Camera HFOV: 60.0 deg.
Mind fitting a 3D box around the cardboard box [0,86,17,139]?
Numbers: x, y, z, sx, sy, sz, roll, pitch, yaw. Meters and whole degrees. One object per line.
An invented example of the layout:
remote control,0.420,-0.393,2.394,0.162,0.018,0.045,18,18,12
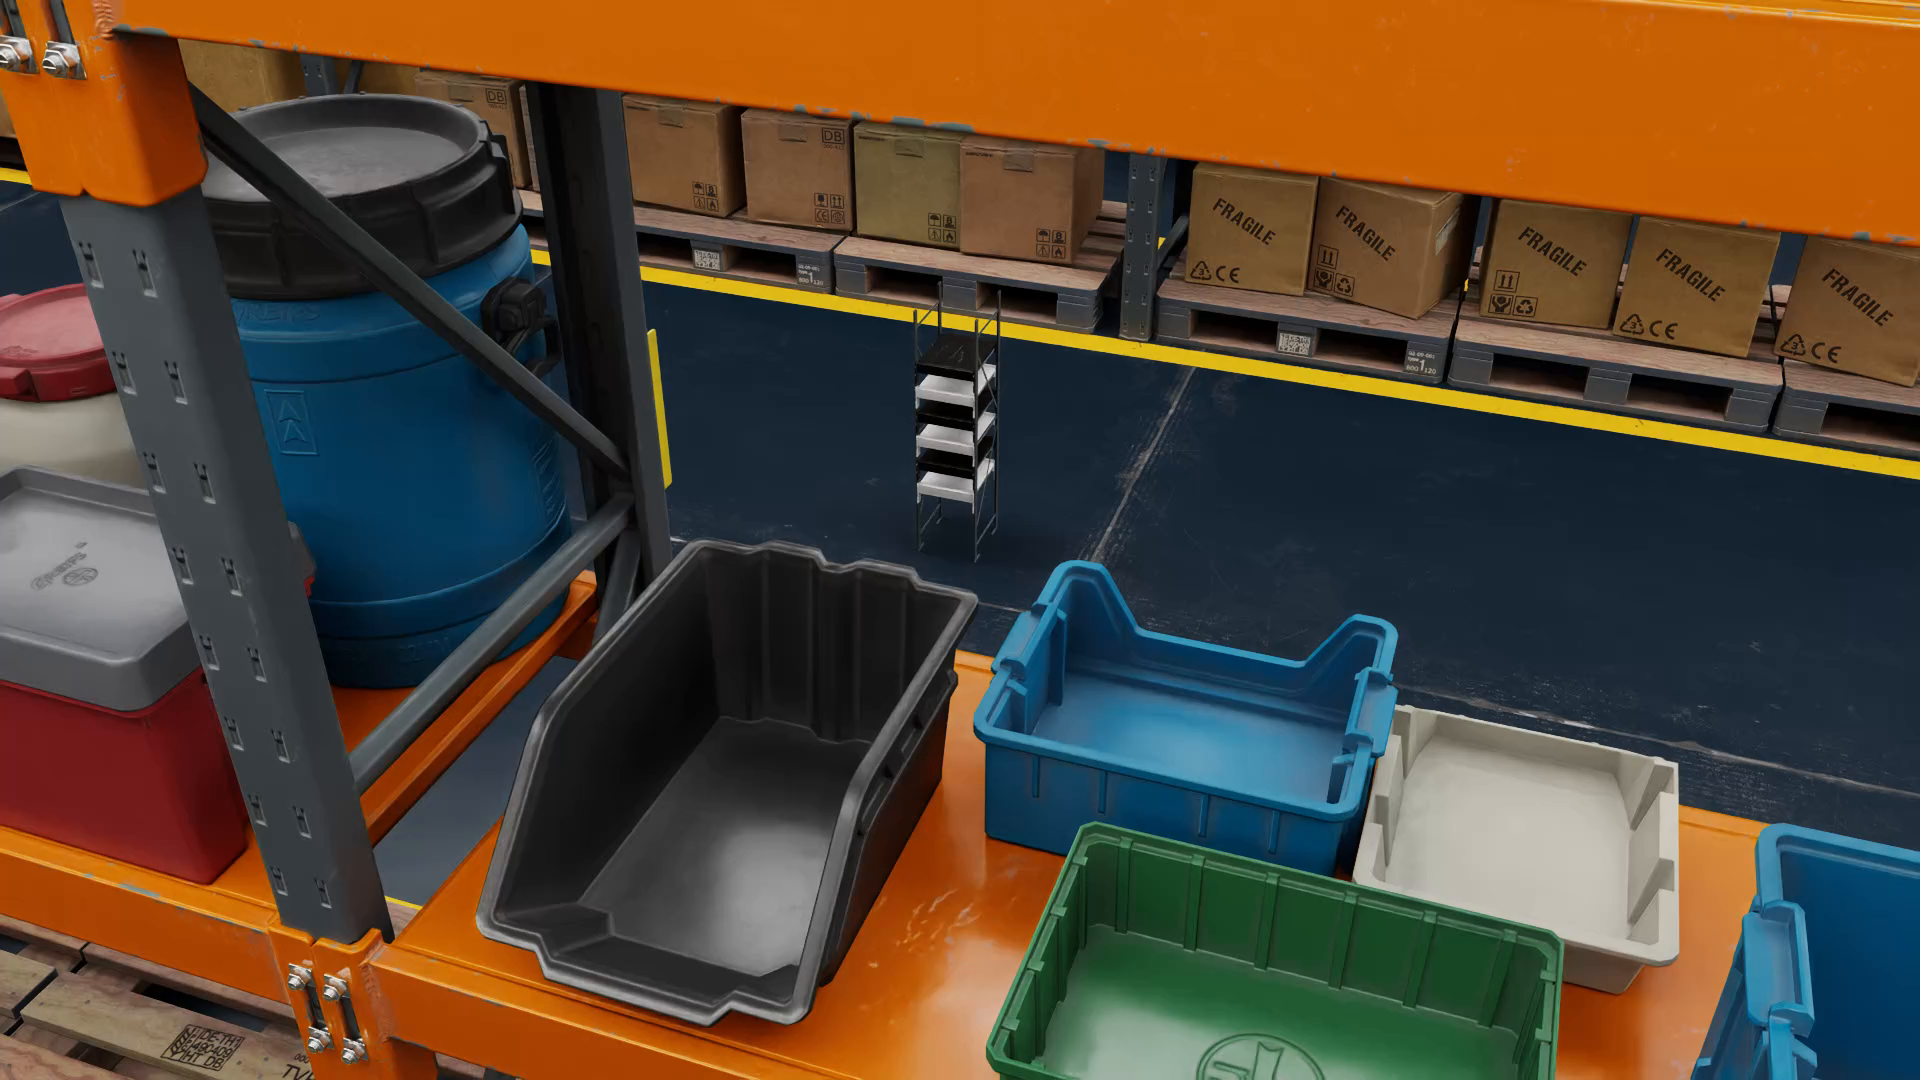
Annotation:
cardboard box,-4.343,-2.677,8.702,0.875,0.875,1.225,11,34,17

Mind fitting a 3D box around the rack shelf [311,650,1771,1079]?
rack shelf,1.114,0.840,2.346,4.000,0.370,1.077,11,34,16

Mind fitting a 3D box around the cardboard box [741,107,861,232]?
cardboard box,-0.638,-1.814,7.693,0.500,0.500,0.700,8,34,12

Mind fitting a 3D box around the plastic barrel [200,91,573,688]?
plastic barrel,-1.031,-0.264,2.931,0.708,0.901,0.600,11,34,16

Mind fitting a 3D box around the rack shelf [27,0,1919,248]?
rack shelf,1.114,-0.420,1.532,4.000,0.370,1.077,11,34,16

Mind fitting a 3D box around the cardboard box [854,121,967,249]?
cardboard box,-0.112,-1.712,7.535,0.500,0.500,0.700,11,34,16

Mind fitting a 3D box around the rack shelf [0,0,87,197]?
rack shelf,-2.652,-1.152,2.666,4.000,0.370,1.077,11,34,16

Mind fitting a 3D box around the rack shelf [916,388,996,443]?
rack shelf,-0.008,-0.427,5.477,0.200,0.077,0.258,11,34,16

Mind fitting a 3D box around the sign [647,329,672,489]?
sign,-0.573,-0.223,3.075,0.005,0.325,0.100,11,34,16

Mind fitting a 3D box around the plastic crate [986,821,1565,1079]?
plastic crate,0.413,0.654,2.167,0.662,0.188,0.450,11,34,16

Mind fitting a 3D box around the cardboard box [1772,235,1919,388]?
cardboard box,3.511,-0.966,6.398,0.500,0.500,0.500,21,38,29

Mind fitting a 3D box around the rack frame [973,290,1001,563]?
rack frame,0.088,-0.361,5.479,0.006,0.900,0.240,11,34,16

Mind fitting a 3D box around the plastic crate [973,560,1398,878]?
plastic crate,0.364,0.299,2.659,0.616,0.251,0.499,11,34,16

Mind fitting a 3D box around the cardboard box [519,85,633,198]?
cardboard box,-1.700,-2.016,8.006,0.500,0.500,0.700,8,34,12

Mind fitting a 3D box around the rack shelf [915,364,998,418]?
rack shelf,-0.008,-0.503,5.429,0.200,0.077,0.258,11,34,16

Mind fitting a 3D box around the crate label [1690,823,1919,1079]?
crate label,1.172,0.691,1.882,0.616,0.435,0.502,11,34,16

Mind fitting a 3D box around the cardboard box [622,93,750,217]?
cardboard box,-1.164,-1.916,7.851,0.500,0.500,0.700,14,35,20

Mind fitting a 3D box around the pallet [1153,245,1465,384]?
pallet,1.546,-1.080,7.229,1.213,0.211,1.003,11,34,16

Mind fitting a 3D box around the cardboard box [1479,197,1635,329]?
cardboard box,2.418,-1.215,6.784,0.500,0.500,0.500,8,34,12

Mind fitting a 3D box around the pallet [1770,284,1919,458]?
pallet,3.843,-0.634,6.537,1.213,0.211,1.003,11,34,16

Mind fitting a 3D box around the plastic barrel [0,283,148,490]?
plastic barrel,-1.596,-0.172,3.126,0.433,0.535,0.433,0,33,0

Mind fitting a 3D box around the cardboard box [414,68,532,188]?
cardboard box,-2.226,-2.111,8.153,0.500,0.500,0.700,9,34,14

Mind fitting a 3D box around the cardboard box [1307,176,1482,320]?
cardboard box,1.807,-1.289,6.898,0.500,0.500,0.500,23,39,31

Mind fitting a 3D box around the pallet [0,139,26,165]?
pallet,-4.725,-2.324,9.155,1.213,0.211,1.003,11,34,16

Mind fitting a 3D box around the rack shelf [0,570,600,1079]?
rack shelf,-2.652,0.108,3.480,4.000,0.370,1.077,11,34,16

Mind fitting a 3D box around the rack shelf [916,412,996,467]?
rack shelf,-0.008,-0.352,5.526,0.200,0.077,0.258,11,34,16

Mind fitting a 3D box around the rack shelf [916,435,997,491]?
rack shelf,-0.008,-0.276,5.575,0.200,0.077,0.258,11,34,16

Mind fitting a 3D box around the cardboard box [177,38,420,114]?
cardboard box,-3.506,-2.510,8.443,0.875,0.875,1.225,9,34,14

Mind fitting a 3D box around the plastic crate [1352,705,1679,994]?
plastic crate,0.845,0.451,2.529,0.437,0.136,0.530,11,34,16

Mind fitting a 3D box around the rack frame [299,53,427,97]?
rack frame,-2.864,-3.089,7.769,0.127,3.000,1.000,11,34,16

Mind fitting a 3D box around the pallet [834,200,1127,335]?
pallet,0.168,-1.327,7.611,1.213,0.211,1.003,11,34,16

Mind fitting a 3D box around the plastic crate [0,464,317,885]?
plastic crate,-1.328,0.213,2.596,0.583,0.464,0.402,11,34,16

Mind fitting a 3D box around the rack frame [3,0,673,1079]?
rack frame,-0.769,0.172,2.718,0.127,3.000,1.000,11,34,16

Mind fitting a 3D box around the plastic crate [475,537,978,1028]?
plastic crate,-0.319,0.359,2.486,0.504,0.338,0.767,11,34,16

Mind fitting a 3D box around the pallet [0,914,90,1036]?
pallet,-2.674,0.997,4.010,1.213,0.211,1.003,11,34,16

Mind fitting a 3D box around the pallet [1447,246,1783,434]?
pallet,2.698,-0.858,6.884,1.213,0.211,1.003,11,34,16

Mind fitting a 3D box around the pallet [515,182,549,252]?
pallet,-2.129,-1.774,8.302,1.213,0.211,1.003,11,34,16

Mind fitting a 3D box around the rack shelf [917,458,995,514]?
rack shelf,-0.008,-0.200,5.624,0.200,0.077,0.258,11,34,16

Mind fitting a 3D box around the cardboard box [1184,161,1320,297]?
cardboard box,1.265,-1.389,7.054,0.500,0.500,0.500,10,34,15

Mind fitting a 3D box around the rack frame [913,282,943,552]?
rack frame,-0.103,-0.398,5.537,0.006,0.900,0.240,11,34,16

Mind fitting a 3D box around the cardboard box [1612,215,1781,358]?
cardboard box,2.928,-1.090,6.590,0.500,0.500,0.500,14,35,21

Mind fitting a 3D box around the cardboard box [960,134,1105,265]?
cardboard box,0.331,-1.615,7.385,0.500,0.500,0.700,8,34,13

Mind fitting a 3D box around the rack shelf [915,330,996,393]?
rack shelf,-0.008,-0.578,5.380,0.200,0.077,0.258,11,34,16

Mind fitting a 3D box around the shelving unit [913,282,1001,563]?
shelving unit,-0.008,-0.380,5.508,0.210,0.900,0.258,11,34,16

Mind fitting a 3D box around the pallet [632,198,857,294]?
pallet,-0.984,-1.549,7.955,1.213,0.211,1.003,11,34,16

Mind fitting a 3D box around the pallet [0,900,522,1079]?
pallet,-1.522,1.220,3.666,1.213,0.211,1.003,11,34,16

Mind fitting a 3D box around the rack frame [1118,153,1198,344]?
rack frame,0.902,-2.357,6.635,0.127,3.000,1.000,11,34,16
